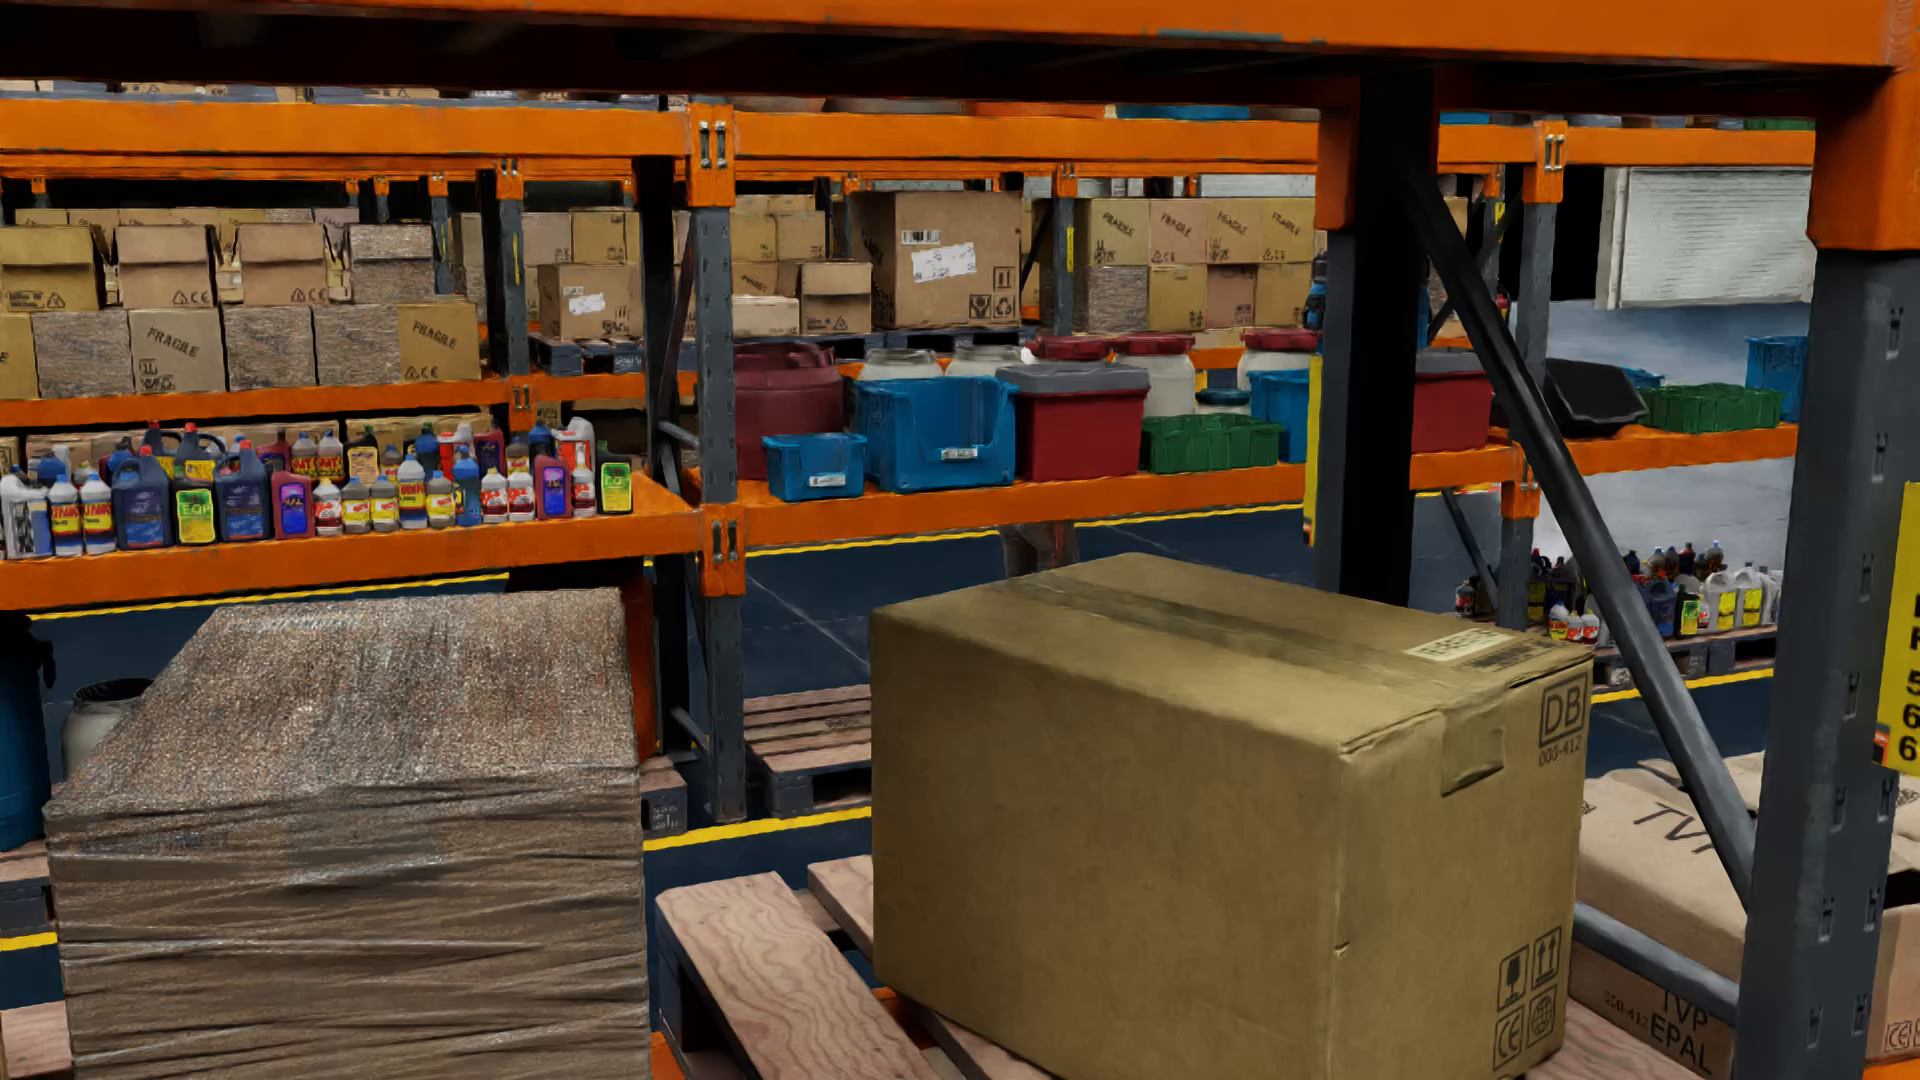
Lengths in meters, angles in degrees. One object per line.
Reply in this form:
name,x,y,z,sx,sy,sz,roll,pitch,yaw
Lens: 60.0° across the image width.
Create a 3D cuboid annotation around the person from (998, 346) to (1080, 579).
person,0.386,-0.139,8.572,0.878,1.759,0.583,-9,15,-37
